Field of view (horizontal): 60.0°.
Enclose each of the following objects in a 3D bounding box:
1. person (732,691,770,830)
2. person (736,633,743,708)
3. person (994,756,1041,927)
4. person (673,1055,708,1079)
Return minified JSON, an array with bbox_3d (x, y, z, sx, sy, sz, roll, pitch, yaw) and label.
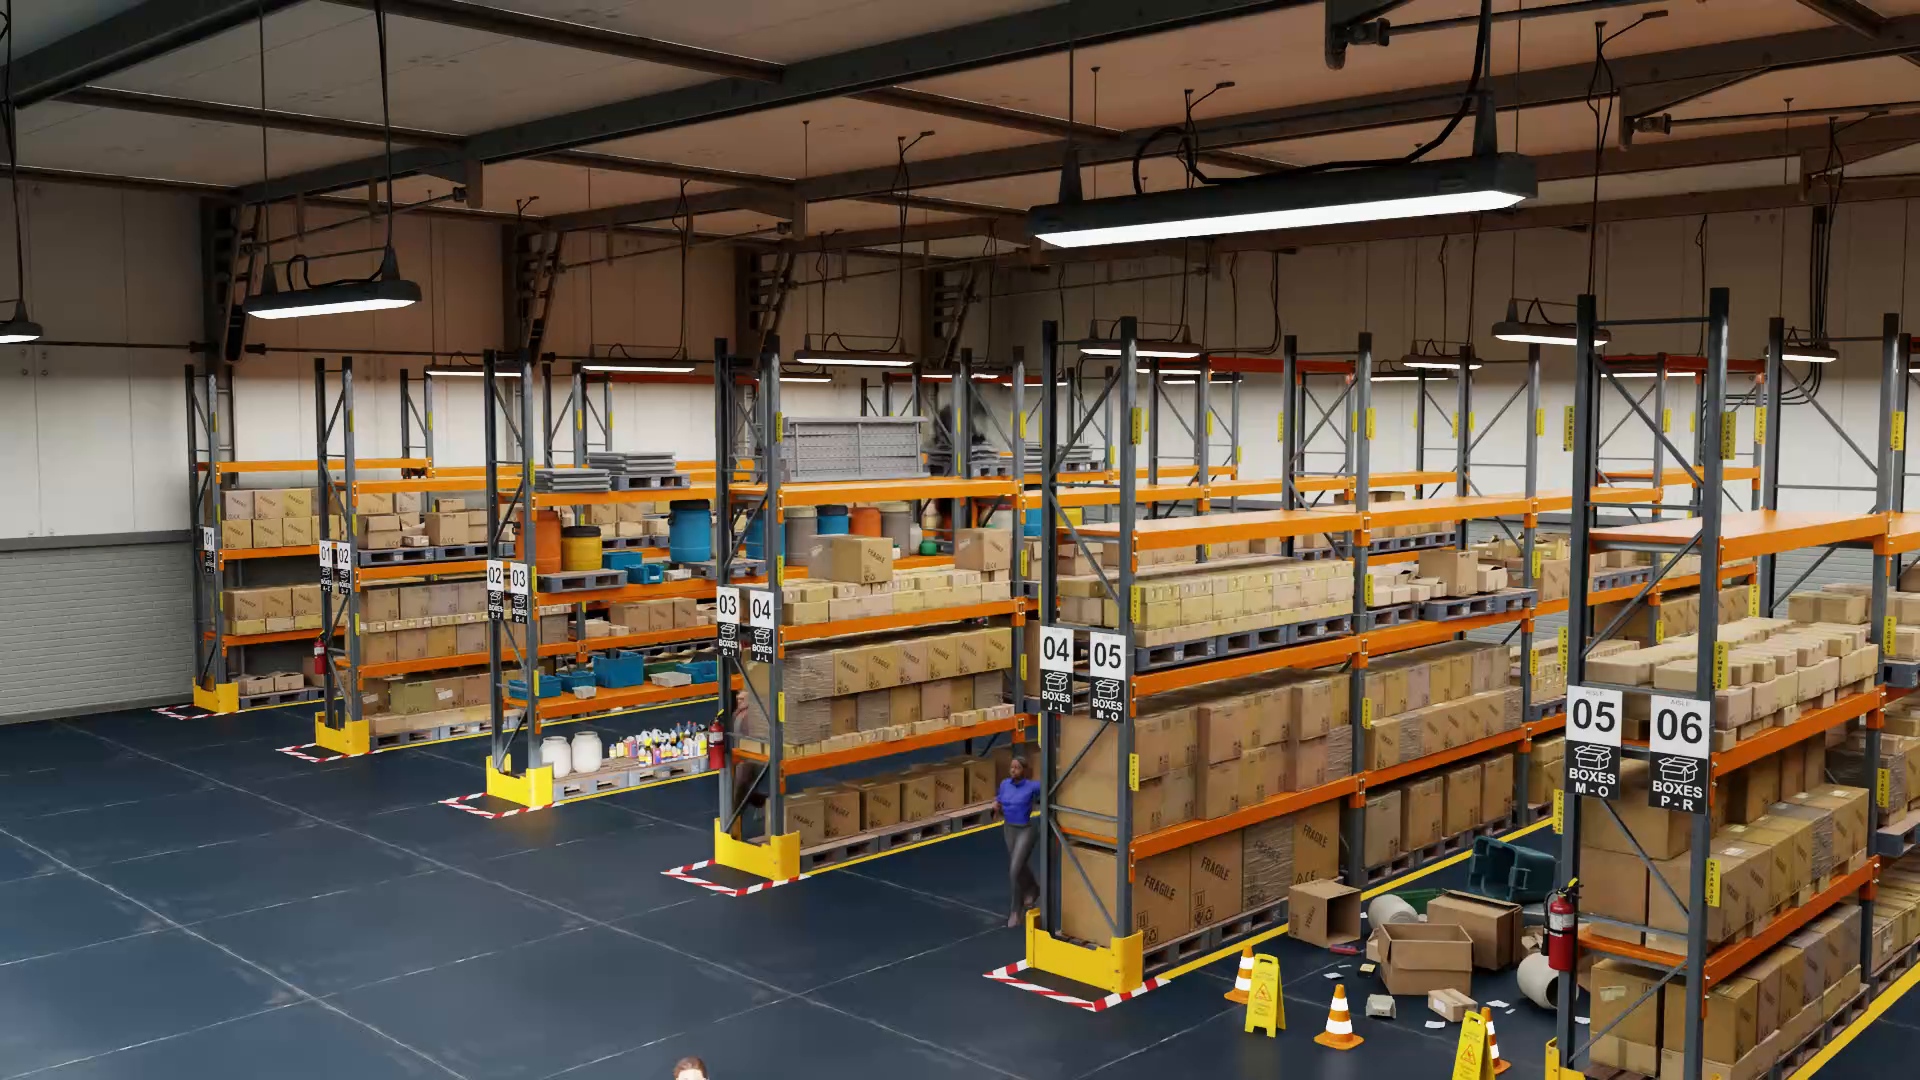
[{"bbox_3d":[-2.632,2.716,20.372,0.717,1.755,1.005,4,6,39],"label":"person"},{"bbox_3d":[-3.659,2.339,27.227,0.596,1.471,0.762,3,5,31],"label":"person"},{"bbox_3d":[0.619,3.049,17.018,0.563,1.716,0.767,3,6,38],"label":"person"},{"bbox_3d":[-1.468,3.767,9.012,0.531,1.469,0.738,-1,4,-13],"label":"person"}]
